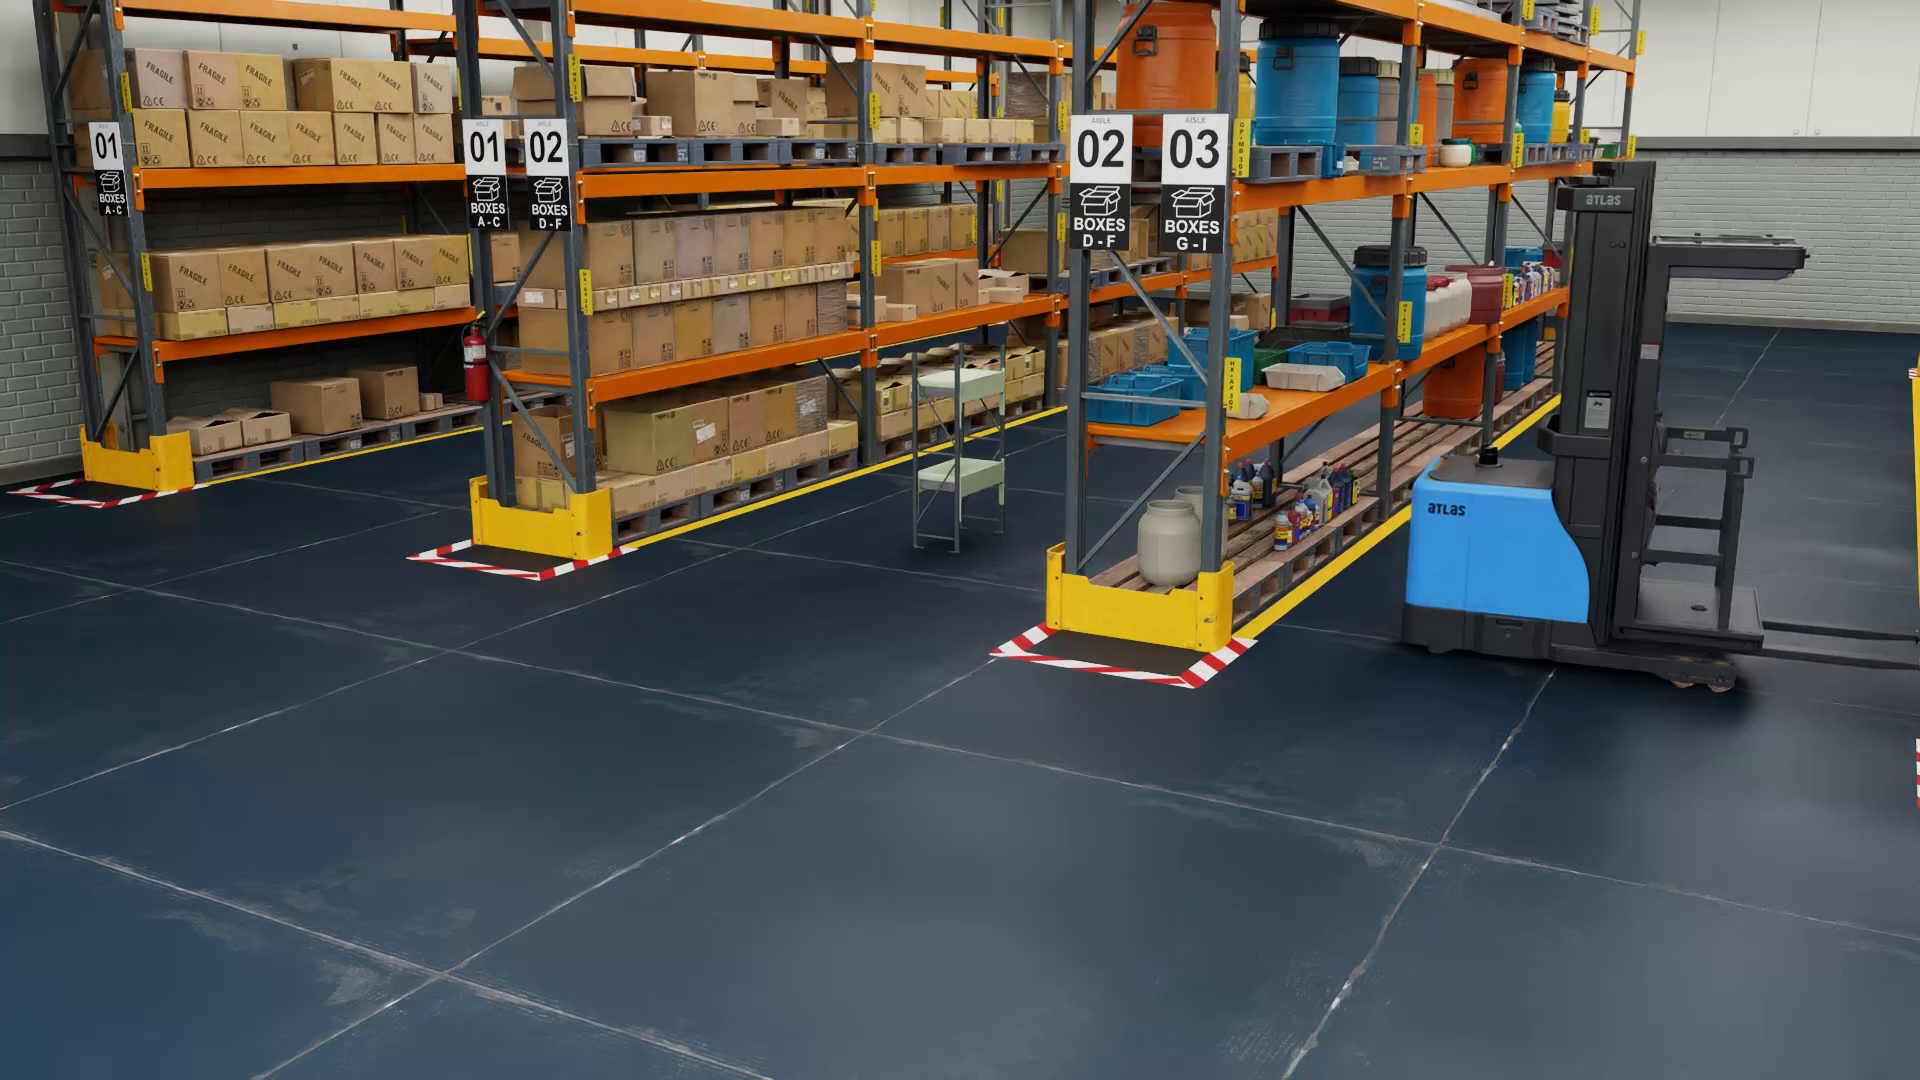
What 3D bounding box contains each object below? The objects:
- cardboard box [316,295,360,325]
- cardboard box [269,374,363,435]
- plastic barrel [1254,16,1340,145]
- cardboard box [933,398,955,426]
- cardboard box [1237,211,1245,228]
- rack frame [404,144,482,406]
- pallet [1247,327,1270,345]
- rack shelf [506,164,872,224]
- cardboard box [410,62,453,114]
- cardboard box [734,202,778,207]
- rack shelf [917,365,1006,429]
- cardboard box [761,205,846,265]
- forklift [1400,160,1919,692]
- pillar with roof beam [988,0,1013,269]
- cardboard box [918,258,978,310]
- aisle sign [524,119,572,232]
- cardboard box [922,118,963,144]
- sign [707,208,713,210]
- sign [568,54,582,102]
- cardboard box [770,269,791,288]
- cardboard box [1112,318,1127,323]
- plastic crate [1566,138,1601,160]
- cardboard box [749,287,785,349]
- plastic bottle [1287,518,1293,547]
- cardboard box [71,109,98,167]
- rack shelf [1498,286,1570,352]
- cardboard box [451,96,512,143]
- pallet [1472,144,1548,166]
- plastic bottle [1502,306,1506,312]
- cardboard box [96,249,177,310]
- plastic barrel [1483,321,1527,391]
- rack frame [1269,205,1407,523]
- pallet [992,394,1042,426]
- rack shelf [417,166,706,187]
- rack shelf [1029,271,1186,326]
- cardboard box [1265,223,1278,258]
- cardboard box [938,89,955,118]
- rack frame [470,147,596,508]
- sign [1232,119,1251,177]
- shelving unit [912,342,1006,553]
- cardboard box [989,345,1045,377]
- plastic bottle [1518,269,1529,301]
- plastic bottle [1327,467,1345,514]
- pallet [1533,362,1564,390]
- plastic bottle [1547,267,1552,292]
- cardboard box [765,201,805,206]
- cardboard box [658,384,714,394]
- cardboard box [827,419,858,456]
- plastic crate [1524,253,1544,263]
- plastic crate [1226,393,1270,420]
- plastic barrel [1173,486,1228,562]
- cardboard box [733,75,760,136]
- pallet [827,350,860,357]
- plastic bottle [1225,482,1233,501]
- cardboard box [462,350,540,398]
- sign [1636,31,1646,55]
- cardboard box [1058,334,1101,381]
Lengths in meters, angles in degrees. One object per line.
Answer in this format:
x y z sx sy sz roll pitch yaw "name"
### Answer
-6.291 -2.284 16.386 0.500 0.250 0.500 8 15 29 "cardboard box"
-6.454 -1.360 16.670 0.700 0.500 0.500 6 15 25 "cardboard box"
2.490 -3.380 12.288 0.600 0.901 0.708 7 15 28 "plastic barrel"
-0.361 -1.362 17.252 0.500 0.250 0.500 7 15 26 "cardboard box"
3.819 -4.786 24.140 0.500 0.500 0.500 8 16 30 "cardboard box"
-5.608 -2.789 18.200 1.000 3.000 0.127 7 15 28 "rack frame"
4.110 -3.155 25.671 1.003 0.211 1.213 7 15 28 "pallet"
-2.236 -2.926 13.906 1.077 0.370 4.000 7 15 28 "rack shelf"
-5.612 -4.658 17.164 0.500 0.500 0.500 6 15 23 "cardboard box"
-2.731 -4.454 22.618 0.500 0.250 0.500 7 15 28 "cardboard box"
-0.003 -1.107 12.761 0.431 0.370 0.720 7 15 28 "rack shelf"
-1.478 -2.816 15.331 0.700 0.500 0.500 7 15 28 "cardboard box"
4.268 -0.704 9.701 3.031 2.935 1.130 6 15 22 "forklift"
4.510 -8.331 28.390 9.100 9.000 0.400 7 15 28 "pillar with roof beam"
-0.132 -2.751 17.832 0.500 0.500 0.500 6 15 25 "cardboard box"
-2.967 -2.623 11.967 0.394 0.787 0.004 7 15 28 "aisle sign"
-0.291 -4.203 17.090 0.500 0.250 0.500 6 15 23 "cardboard box"
-3.194 -4.074 21.231 0.100 0.325 0.005 7 15 28 "sign"
-2.720 -3.265 11.742 0.100 0.325 0.005 7 15 28 "sign"
-1.707 -2.303 14.590 0.380 0.149 0.250 7 15 28 "cardboard box"
1.903 -2.686 22.168 0.500 0.500 0.500 8 16 29 "cardboard box"
7.773 -4.926 20.944 0.497 0.269 0.590 7 15 28 "plastic crate"
-1.974 -1.973 14.606 0.700 0.500 0.500 8 16 29 "cardboard box"
2.331 -0.057 11.901 0.097 0.201 0.097 0 14 0 "plastic bottle"
-7.561 -3.599 14.905 0.500 0.500 0.500 9 16 32 "cardboard box"
5.966 -2.547 18.735 1.077 0.370 4.000 7 15 28 "rack shelf"
-5.273 -4.603 18.215 0.500 0.500 0.500 10 17 36 "cardboard box"
5.454 -3.999 17.224 1.003 0.211 1.213 7 15 28 "pallet"
5.690 -2.544 17.437 0.061 0.283 0.133 7 15 28 "plastic bottle"
-7.499 -2.390 15.224 0.500 0.500 0.500 7 15 27 "cardboard box"
6.312 -2.236 19.491 0.600 0.901 0.708 7 15 28 "plastic barrel"
3.065 -1.666 13.544 1.000 3.000 0.127 7 15 28 "rack frame"
0.232 -1.529 18.924 1.003 0.211 1.213 7 15 28 "pallet"
-4.641 -4.307 19.635 1.077 0.370 4.000 7 15 28 "rack shelf"
1.631 -3.109 21.066 1.077 0.370 4.000 7 15 28 "rack shelf"
4.554 -4.616 25.567 0.500 0.500 0.500 8 16 30 "cardboard box"
-0.418 -6.863 26.310 0.500 0.500 0.500 7 15 26 "cardboard box"
-3.203 -1.407 12.471 1.000 3.000 0.127 7 15 28 "rack frame"
1.611 -2.245 9.525 0.100 0.325 0.005 7 15 28 "sign"
-0.003 -0.728 12.852 0.431 1.500 0.755 7 15 28 "shelving unit"
0.627 -2.053 18.925 0.500 0.311 0.500 8 16 30 "cardboard box"
6.242 -2.832 18.485 0.144 0.351 0.185 7 15 28 "plastic bottle"
2.913 -0.388 12.956 0.144 0.351 0.185 7 15 25 "plastic bottle"
7.254 -2.107 21.323 1.003 0.211 1.213 7 15 28 "pallet"
6.953 -3.081 19.660 0.061 0.283 0.133 7 15 28 "plastic bottle"
-2.490 -4.559 23.055 0.500 0.250 0.500 7 15 27 "cardboard box"
-2.491 -1.092 14.535 0.500 0.500 0.500 7 15 28 "cardboard box"
-1.302 -0.976 15.651 0.500 0.250 0.500 7 15 28 "cardboard box"
7.677 -3.731 22.338 0.416 0.233 0.300 7 15 28 "plastic crate"
1.846 -0.864 10.781 0.298 0.136 0.250 7 15 28 "plastic crate"
1.625 -0.087 11.405 0.421 0.512 0.421 0 14 0 "plastic barrel"
-2.176 -3.685 14.104 0.797 0.503 0.637 9 16 34 "cardboard box"
-2.047 -2.907 24.643 1.003 0.211 1.213 7 15 28 "pallet"
2.015 -0.348 12.789 0.144 0.351 0.185 7 15 28 "plastic bottle"
-5.266 -1.940 19.076 0.700 0.500 0.500 8 16 30 "cardboard box"
9.355 -6.829 22.846 0.100 0.325 0.005 7 15 28 "sign"
1.383 -2.216 20.222 0.500 0.500 0.500 7 15 26 "cardboard box"
